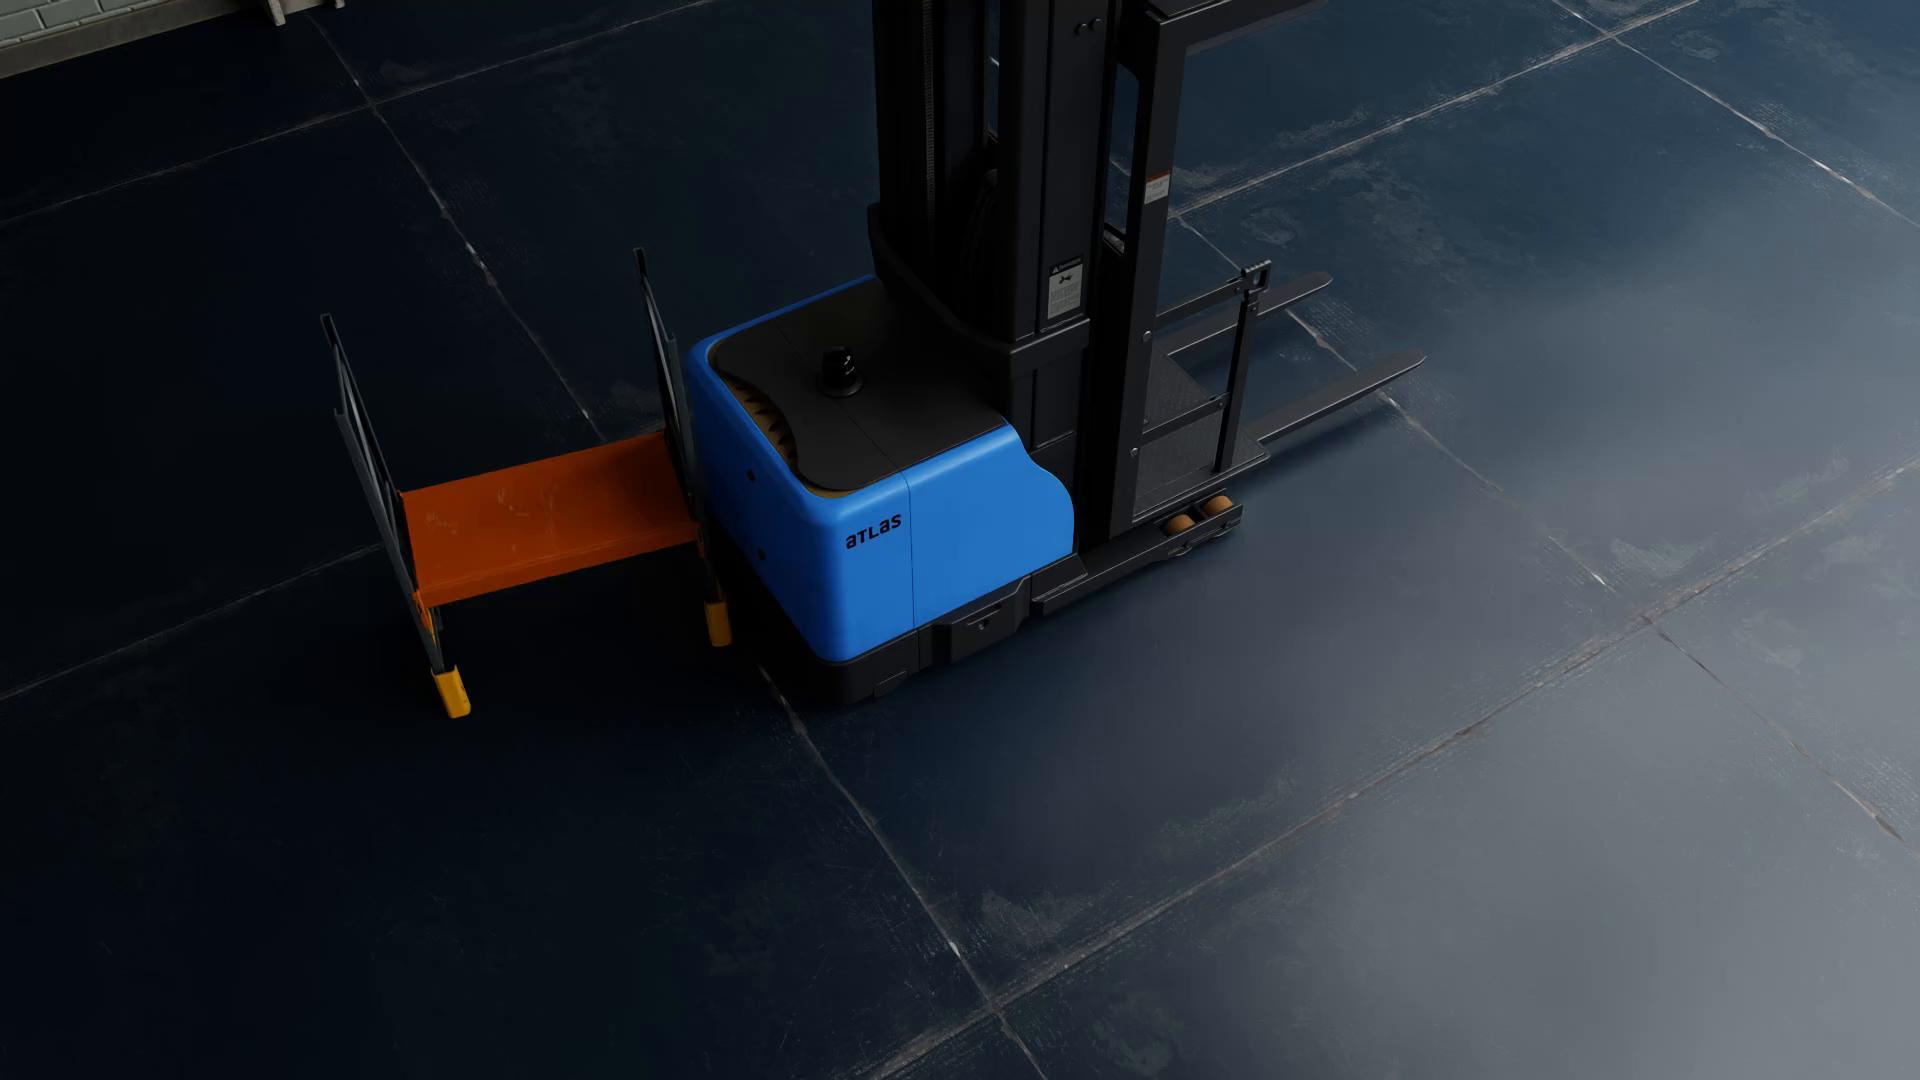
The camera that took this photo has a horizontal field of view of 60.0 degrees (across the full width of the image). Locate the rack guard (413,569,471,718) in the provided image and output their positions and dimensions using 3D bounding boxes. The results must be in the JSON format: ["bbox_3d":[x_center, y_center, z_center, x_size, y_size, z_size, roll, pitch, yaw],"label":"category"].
[{"bbox_3d":[-1.936,0.360,6.207,0.087,0.250,0.587,-15,50,-13],"label":"rack guard"}]

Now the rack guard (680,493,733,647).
[{"bbox_3d":[-0.996,0.113,6.427,0.087,0.250,0.587,-15,50,-13],"label":"rack guard"}]

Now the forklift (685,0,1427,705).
[{"bbox_3d":[0.534,-1.224,5.823,3.031,2.935,1.130,-25,53,-21],"label":"forklift"}]

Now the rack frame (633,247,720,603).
[{"bbox_3d":[-0.995,-0.303,5.961,0.032,1.500,0.500,-15,50,-13],"label":"rack frame"}]

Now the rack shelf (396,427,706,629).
[{"bbox_3d":[-1.474,-0.057,5.983,1.000,0.185,0.538,-15,50,-13],"label":"rack shelf"}]

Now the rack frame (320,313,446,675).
[{"bbox_3d":[-1.954,-0.051,5.736,0.032,1.500,0.500,-15,50,-13],"label":"rack frame"}]

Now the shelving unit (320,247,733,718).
[{"bbox_3d":[-1.466,-0.179,5.851,1.083,1.500,0.587,-15,50,-13],"label":"shelving unit"}]
